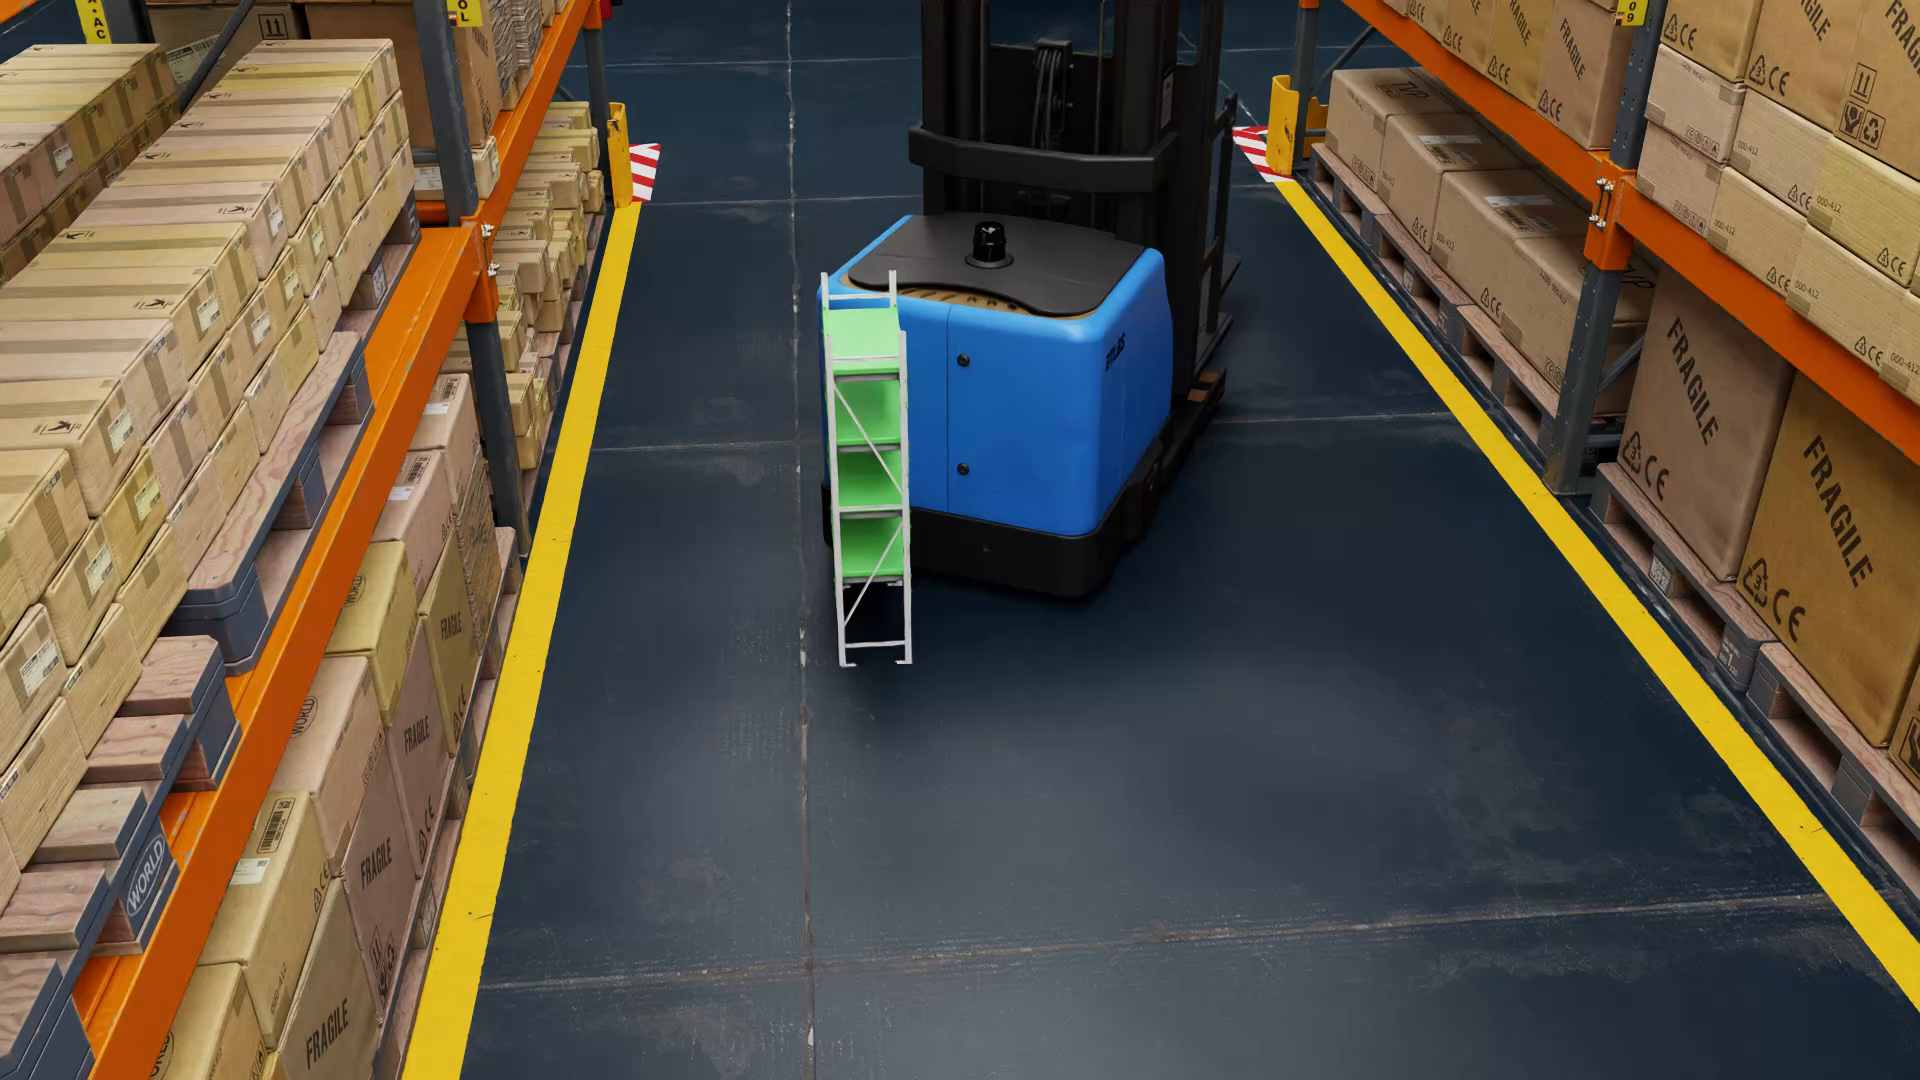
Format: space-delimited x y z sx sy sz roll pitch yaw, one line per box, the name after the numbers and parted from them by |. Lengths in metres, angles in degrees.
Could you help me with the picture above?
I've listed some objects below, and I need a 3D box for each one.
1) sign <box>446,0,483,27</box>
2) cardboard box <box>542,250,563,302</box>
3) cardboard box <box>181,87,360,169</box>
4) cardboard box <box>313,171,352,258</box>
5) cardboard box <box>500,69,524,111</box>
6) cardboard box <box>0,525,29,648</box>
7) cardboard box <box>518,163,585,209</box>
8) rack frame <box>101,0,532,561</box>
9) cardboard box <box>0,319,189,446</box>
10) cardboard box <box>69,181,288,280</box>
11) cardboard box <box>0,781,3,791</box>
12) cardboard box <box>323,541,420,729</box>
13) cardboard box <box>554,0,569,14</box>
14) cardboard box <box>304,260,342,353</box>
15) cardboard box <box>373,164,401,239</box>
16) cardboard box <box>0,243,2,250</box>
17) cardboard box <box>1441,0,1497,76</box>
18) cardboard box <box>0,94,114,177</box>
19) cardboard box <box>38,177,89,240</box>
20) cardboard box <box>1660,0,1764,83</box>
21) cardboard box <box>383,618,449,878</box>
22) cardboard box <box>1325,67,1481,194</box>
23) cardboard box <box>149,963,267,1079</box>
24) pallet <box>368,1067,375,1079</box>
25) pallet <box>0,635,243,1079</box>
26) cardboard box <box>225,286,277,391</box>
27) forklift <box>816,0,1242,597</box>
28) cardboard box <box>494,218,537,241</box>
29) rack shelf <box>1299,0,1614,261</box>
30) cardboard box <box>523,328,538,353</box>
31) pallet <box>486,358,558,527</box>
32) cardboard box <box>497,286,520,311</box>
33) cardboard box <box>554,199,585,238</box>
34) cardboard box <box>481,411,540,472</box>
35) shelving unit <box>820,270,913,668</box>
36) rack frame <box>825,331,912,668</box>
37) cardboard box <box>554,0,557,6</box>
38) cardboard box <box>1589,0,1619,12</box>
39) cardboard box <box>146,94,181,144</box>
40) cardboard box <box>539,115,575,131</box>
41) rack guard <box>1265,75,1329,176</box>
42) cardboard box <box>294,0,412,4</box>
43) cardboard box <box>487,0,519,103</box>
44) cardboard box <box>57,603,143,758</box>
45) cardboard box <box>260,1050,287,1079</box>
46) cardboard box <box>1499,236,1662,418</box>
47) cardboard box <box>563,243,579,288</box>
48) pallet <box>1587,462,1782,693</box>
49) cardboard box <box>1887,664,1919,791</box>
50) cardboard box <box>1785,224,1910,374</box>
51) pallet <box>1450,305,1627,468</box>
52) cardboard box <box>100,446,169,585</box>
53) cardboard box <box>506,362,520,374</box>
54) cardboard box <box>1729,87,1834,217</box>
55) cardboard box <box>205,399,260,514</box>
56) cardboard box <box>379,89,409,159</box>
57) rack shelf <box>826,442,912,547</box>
-1.543 -1.746 5.120 0.100 0.325 0.005 -3 31 -5 | sign
-1.968 -1.164 7.355 0.380 0.149 0.250 -3 31 -5 | cardboard box
-1.816 -1.084 4.395 0.380 0.149 0.250 -4 31 -6 | cardboard box
-1.786 -0.827 4.254 0.380 0.149 0.250 -4 31 -6 | cardboard box
-1.950 -1.806 6.594 0.380 0.149 0.250 -2 31 -4 | cardboard box
-1.600 0.111 2.394 0.380 0.149 0.250 -4 31 -6 | cardboard box
-2.009 -1.690 7.944 0.380 0.149 0.250 -2 31 -3 | cardboard box
-2.096 -1.221 5.369 1.000 3.000 0.127 -3 31 -5 | rack frame
-1.670 -0.288 3.062 0.380 0.149 0.250 -1 31 -2 | cardboard box
-1.743 -0.688 3.732 0.380 0.149 0.250 -4 31 -7 | cardboard box
-1.567 0.365 2.259 0.380 0.149 0.250 -1 31 -2 | cardboard box
-1.676 0.250 4.202 0.500 0.250 0.500 -4 31 -7 | cardboard box
-2.086 -2.617 7.951 0.380 0.149 0.250 -2 31 -3 | cardboard box
-1.760 -0.570 4.115 0.380 0.149 0.250 -4 31 -7 | cardboard box
-1.836 -0.967 4.780 0.380 0.149 0.250 -3 31 -4 | cardboard box
-2.395 -0.666 3.694 0.380 0.149 0.250 -2 31 -3 | cardboard box
2.410 -2.296 7.071 0.500 0.500 0.500 -3 31 -5 | cardboard box
-2.463 -1.053 4.342 0.380 0.149 0.250 -2 31 -4 | cardboard box
-2.441 -0.801 4.212 0.380 0.149 0.250 -4 31 -7 | cardboard box
2.578 -1.743 5.171 0.500 0.500 0.500 -2 31 -4 | cardboard box
-1.685 0.562 4.413 0.500 0.500 0.500 -3 31 -6 | cardboard box
2.611 -2.300 9.265 0.875 0.438 0.875 -4 31 -6 | cardboard box
-1.545 1.029 2.900 0.500 0.250 0.500 -4 31 -7 | cardboard box
-1.794 1.619 3.333 1.003 0.211 1.213 -3 31 -5 | pallet
-1.895 0.545 2.600 1.213 0.211 1.003 -3 31 -5 | pallet
-1.718 -0.430 3.591 0.380 0.149 0.250 -2 31 -3 | cardboard box
0.508 -1.801 6.407 1.130 2.935 3.031 11 33 18 | forklift
-2.058 -1.290 7.275 0.380 0.149 0.250 -4 31 -7 | cardboard box
2.636 -2.222 7.746 1.077 0.370 4.000 -3 31 -5 | rack shelf
-1.983 -0.766 6.978 0.380 0.149 0.250 -3 31 -6 | cardboard box
-2.194 -0.365 6.655 1.003 0.211 1.213 -3 31 -5 | pallet
-1.961 -0.889 6.603 0.380 0.149 0.250 -3 31 -5 | cardboard box
-2.024 -1.562 8.021 0.380 0.149 0.250 -2 31 -4 | cardboard box
-1.810 -0.379 6.329 0.380 0.149 0.250 -4 31 -7 | cardboard box
-0.304 -0.223 5.453 0.258 1.200 0.503 -3 31 -5 | shelving unit
-0.281 -0.098 5.244 0.240 1.200 0.015 -3 31 -5 | rack frame
-2.071 -2.695 7.449 0.500 0.500 0.500 -3 31 -4 | cardboard box
2.504 -2.210 5.952 0.500 0.500 0.500 -3 31 -5 | cardboard box
-2.517 -1.198 4.876 0.380 0.149 0.250 -2 31 -4 | cardboard box
-2.201 -2.086 8.607 0.380 0.149 0.250 -2 31 -4 | cardboard box
2.447 -2.491 9.933 1.175 0.500 0.348 -3 31 -5 | rack guard
-1.895 -2.063 5.416 0.500 0.500 0.500 -2 31 -3 | cardboard box
-1.944 -1.909 6.133 0.500 0.500 0.500 -3 31 -5 | cardboard box
-1.613 0.236 2.765 0.380 0.149 0.250 -1 31 -2 | cardboard box
-1.534 1.341 3.108 0.500 0.500 0.500 -4 31 -7 | cardboard box
2.871 -0.916 6.947 0.875 0.438 0.875 -3 31 -5 | cardboard box
-2.021 -1.302 7.875 0.380 0.149 0.250 -2 31 -4 | cardboard box
2.970 0.078 5.914 1.003 0.211 1.213 -3 31 -5 | pallet
3.136 0.452 4.230 0.875 0.875 0.875 -2 31 -4 | cardboard box
2.683 -0.681 4.612 0.500 0.250 0.500 -3 31 -5 | cardboard box
2.830 -0.705 7.224 1.003 0.211 1.213 -3 31 -5 | pallet
-1.647 -0.039 2.935 0.380 0.149 0.250 -3 31 -4 | cardboard box
-1.924 -0.630 6.461 0.380 0.149 0.250 -3 31 -4 | cardboard box
2.660 -1.157 4.920 0.500 0.250 0.500 -2 31 -4 | cardboard box
-1.689 -0.166 3.438 0.380 0.149 0.250 -2 31 -4 | cardboard box
-1.862 -1.227 4.925 0.380 0.149 0.250 -2 31 -3 | cardboard box
-0.304 -0.168 5.485 0.258 0.148 0.480 -3 31 -5 | rack shelf
